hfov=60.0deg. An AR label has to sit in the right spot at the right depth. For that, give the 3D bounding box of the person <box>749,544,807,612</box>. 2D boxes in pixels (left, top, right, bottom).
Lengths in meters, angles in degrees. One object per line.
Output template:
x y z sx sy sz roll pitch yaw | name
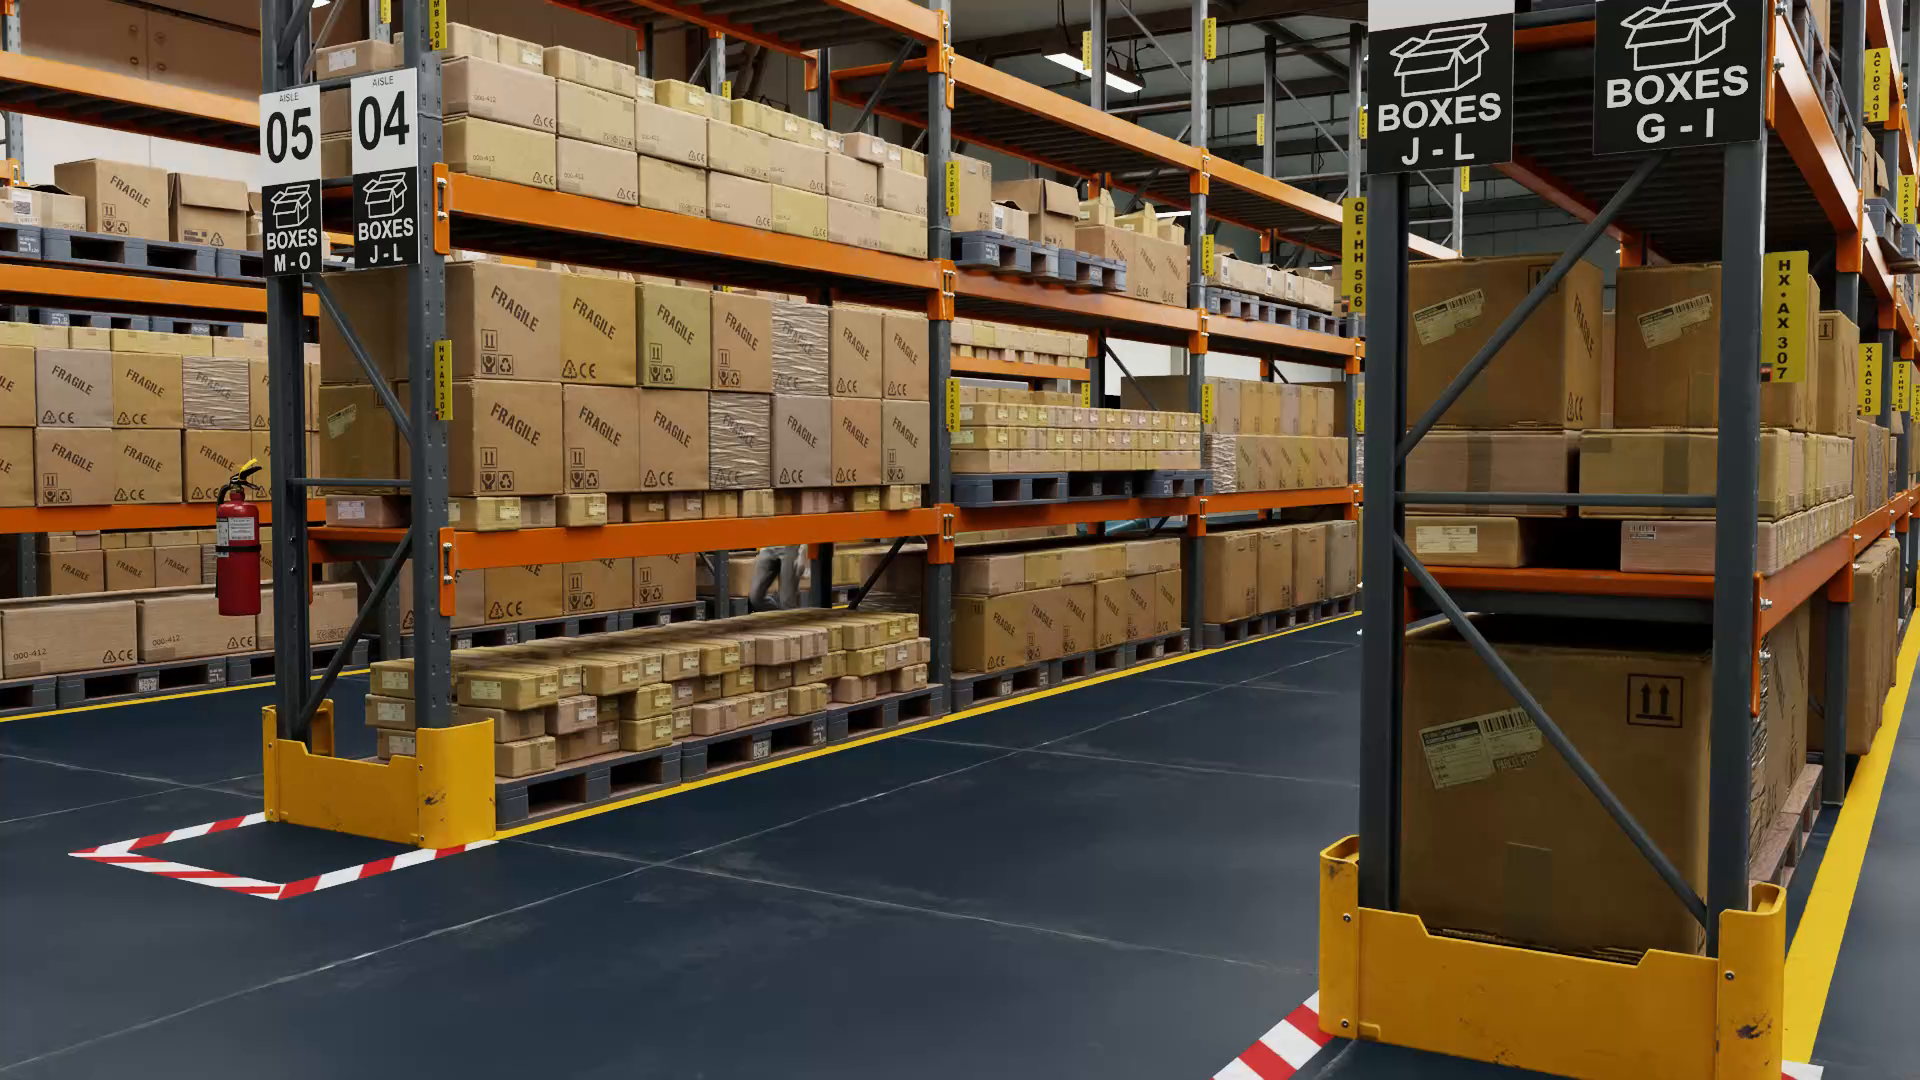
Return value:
-1.368 0.103 12.877 0.497 1.683 0.454 2 3 32 | person
